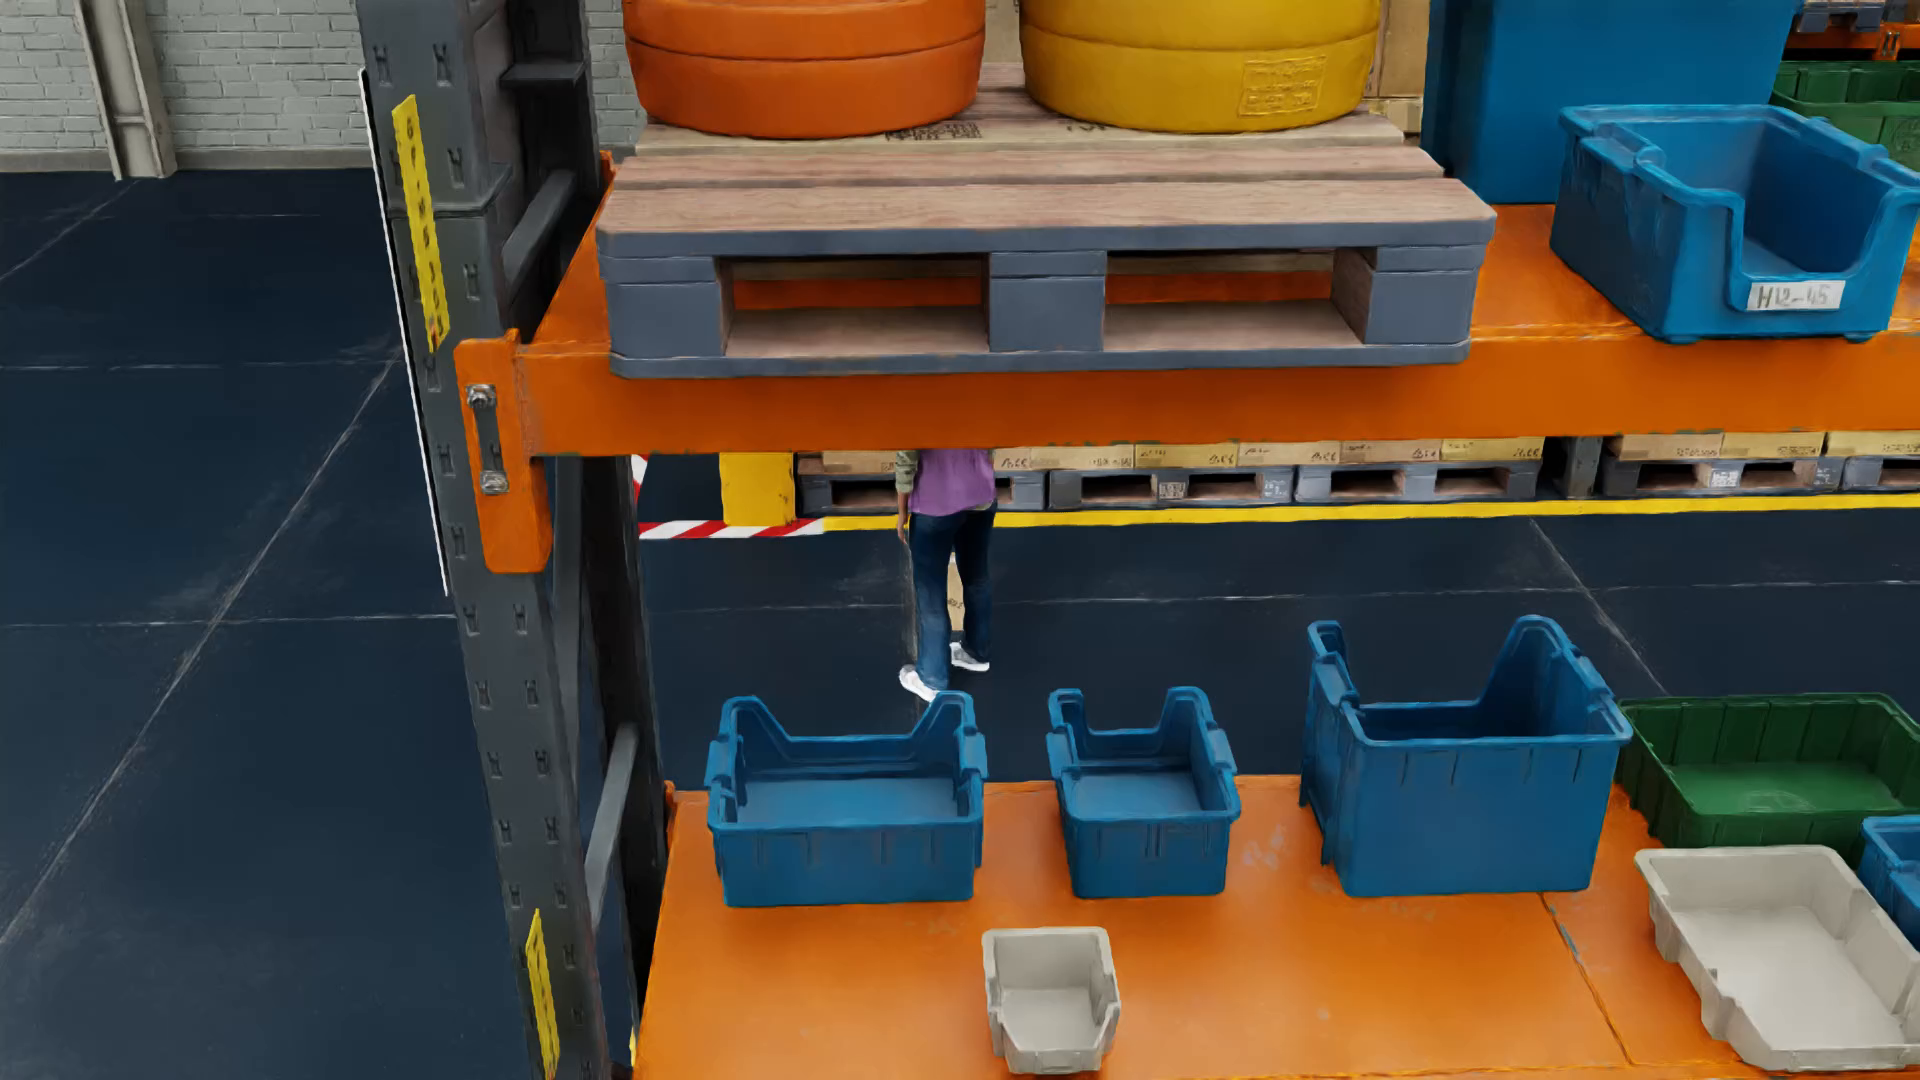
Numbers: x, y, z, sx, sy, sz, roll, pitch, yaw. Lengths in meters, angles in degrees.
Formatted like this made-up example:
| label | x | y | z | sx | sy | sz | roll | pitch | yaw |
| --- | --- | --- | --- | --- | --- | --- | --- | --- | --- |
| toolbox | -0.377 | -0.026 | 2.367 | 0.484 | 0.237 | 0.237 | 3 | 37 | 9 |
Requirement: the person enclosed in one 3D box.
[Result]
| label | x | y | z | sx | sy | sz | roll | pitch | yaw |
| --- | --- | --- | --- | --- | --- | --- | --- | --- | --- |
| person | -0.051 | -0.146 | 6.362 | 0.469 | 1.600 | 0.365 | -16 | 32 | -27 |
